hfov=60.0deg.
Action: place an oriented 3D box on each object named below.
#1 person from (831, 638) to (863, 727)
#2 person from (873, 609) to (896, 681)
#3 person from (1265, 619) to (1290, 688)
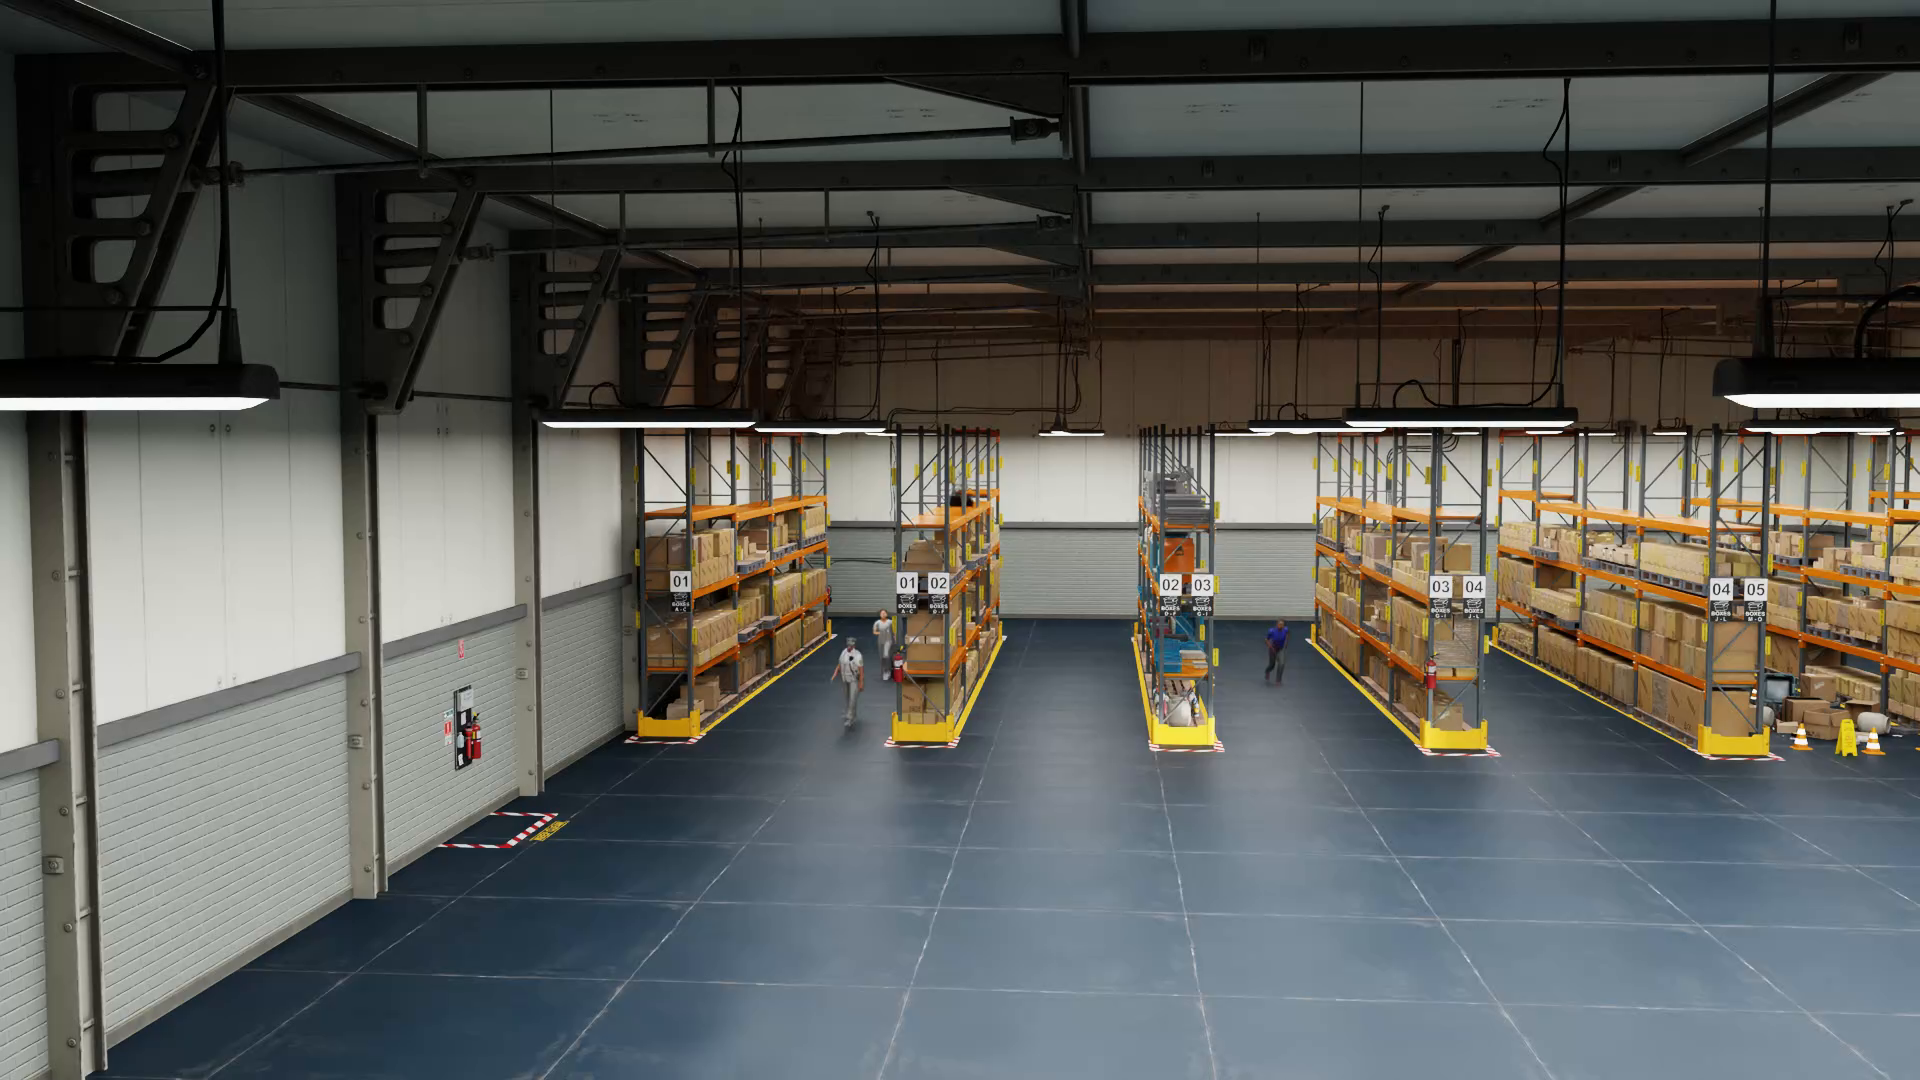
[{"bbox_3d":[-2.253,2.827,33.494,0.733,1.741,0.766,3,4,38],"label":"person"},{"bbox_3d":[-1.793,2.484,39.555,0.511,1.713,0.816,1,4,11],"label":"person"},{"bbox_3d":[7.329,2.601,38.647,0.603,1.618,0.960,-1,4,-15],"label":"person"}]
